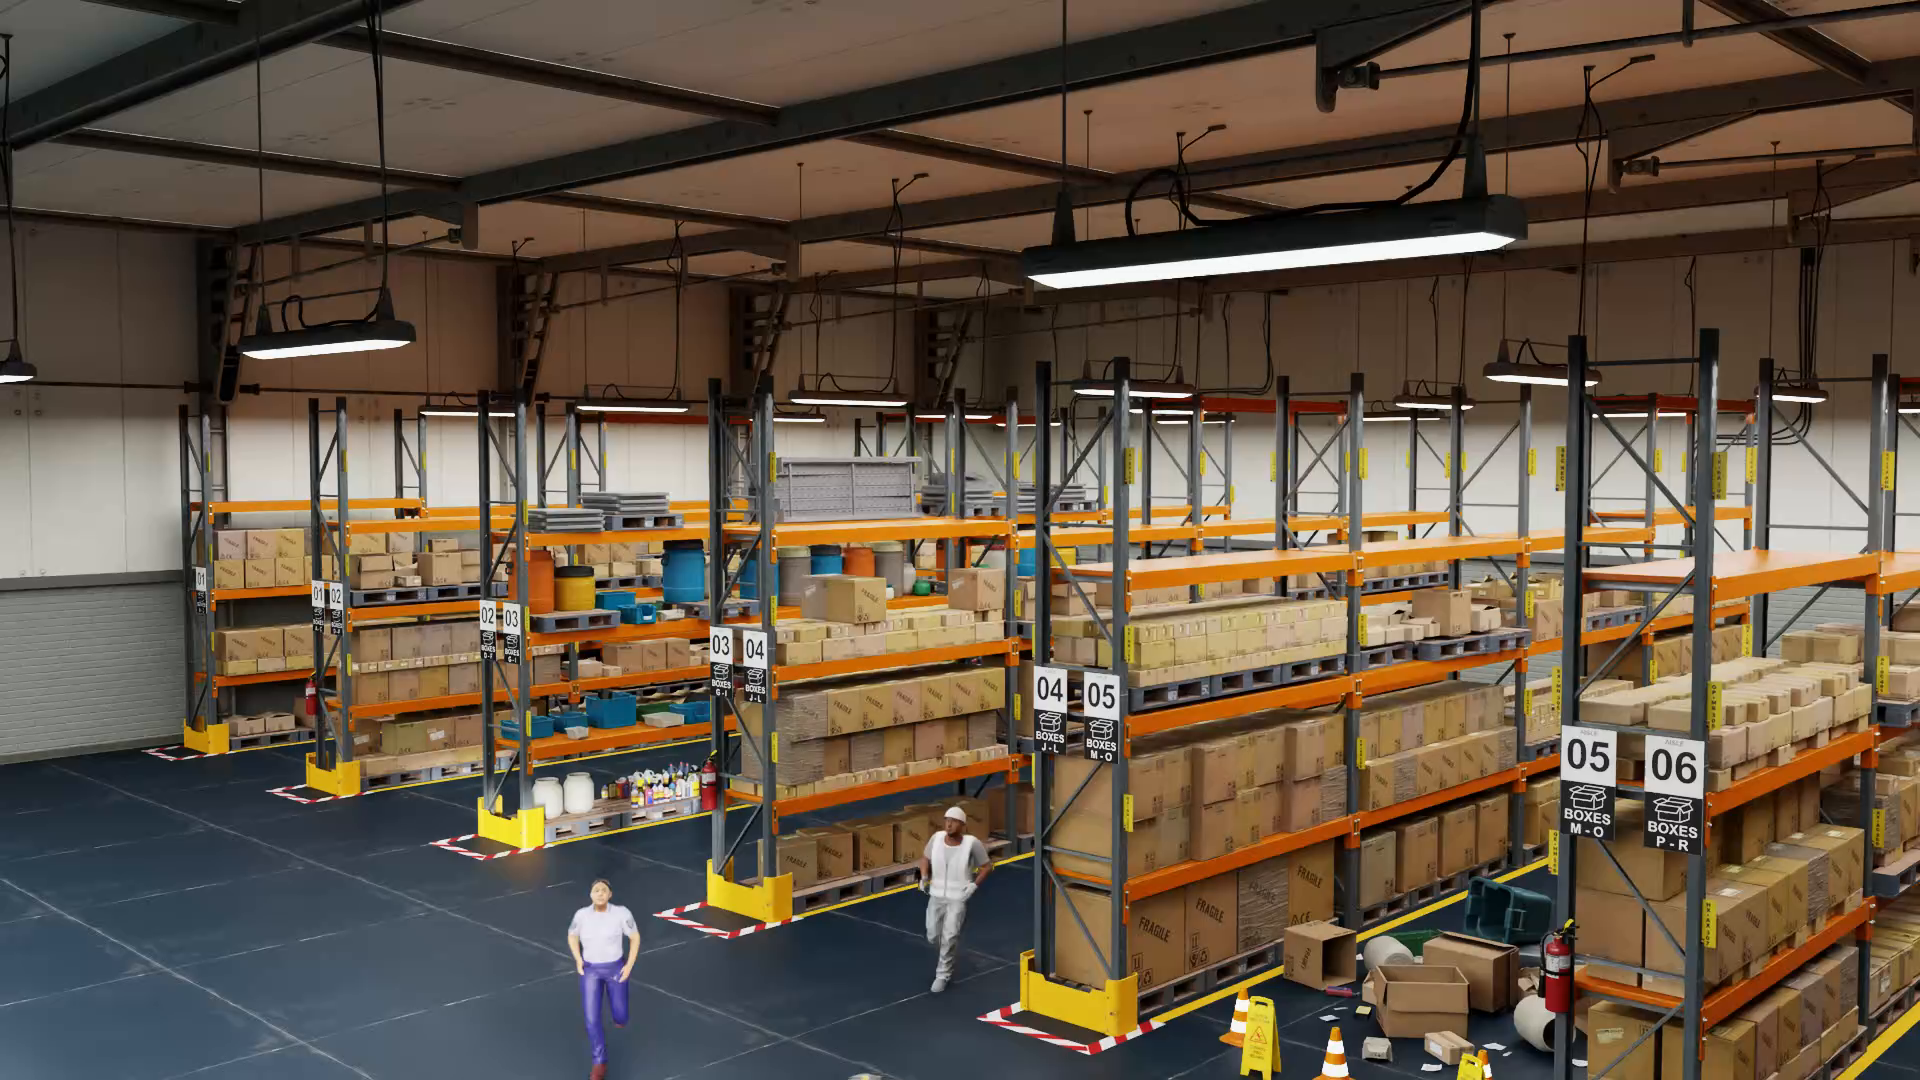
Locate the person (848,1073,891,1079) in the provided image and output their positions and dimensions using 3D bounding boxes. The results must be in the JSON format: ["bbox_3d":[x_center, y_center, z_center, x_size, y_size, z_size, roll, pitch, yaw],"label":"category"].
[{"bbox_3d":[-0.484,3.839,9.415,0.629,1.654,0.534,0,3,3],"label":"person"}]

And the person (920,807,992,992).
[{"bbox_3d":[-0.047,3.449,16.168,0.702,1.750,0.694,1,3,21],"label":"person"}]

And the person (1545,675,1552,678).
[{"bbox_3d":[9.526,2.968,26.554,0.664,1.696,0.896,2,4,36],"label":"person"}]

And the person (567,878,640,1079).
[{"bbox_3d":[-3.006,3.649,14.040,0.602,1.606,0.776,-1,3,-12],"label":"person"}]
